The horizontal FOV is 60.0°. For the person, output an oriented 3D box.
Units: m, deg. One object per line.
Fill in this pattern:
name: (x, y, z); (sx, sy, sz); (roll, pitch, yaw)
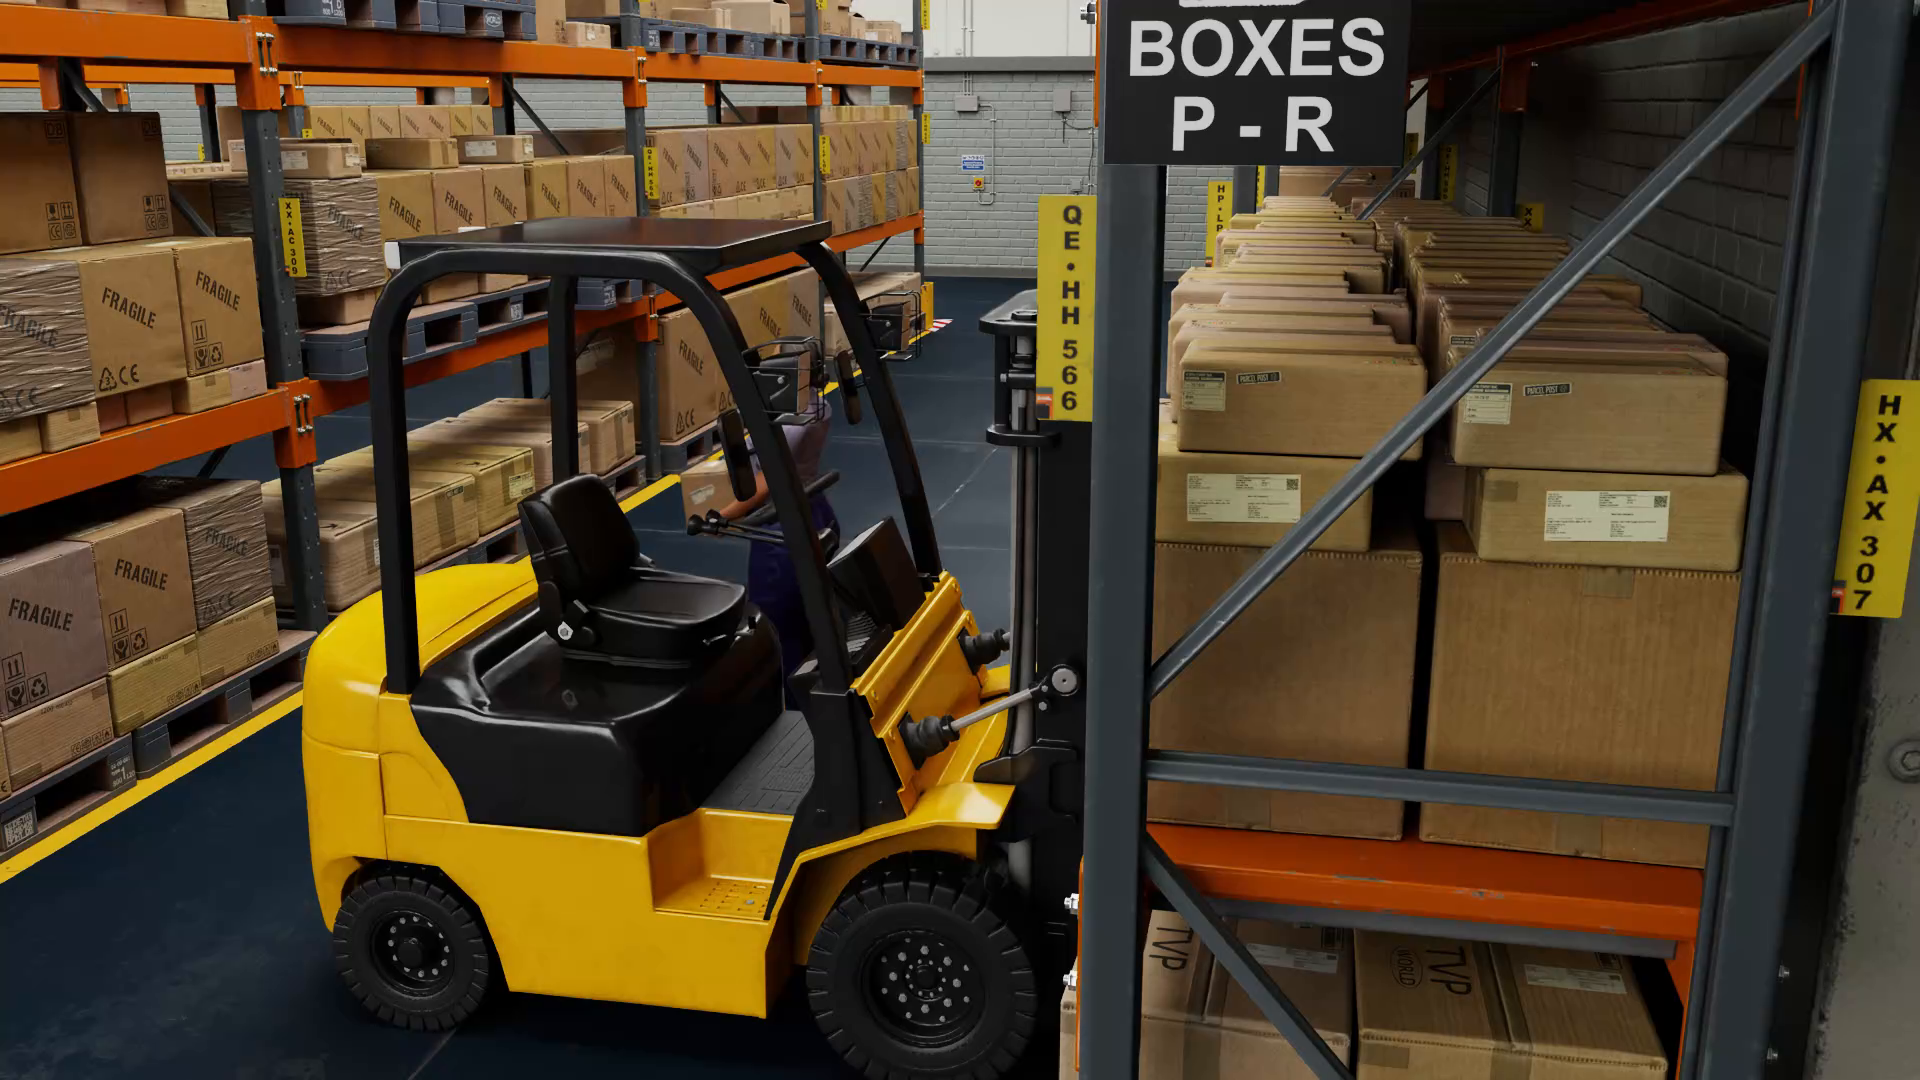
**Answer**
person: (-0.748, 0.011, 6.539); (0.514, 1.624, 0.454); (3, 15, 11)
